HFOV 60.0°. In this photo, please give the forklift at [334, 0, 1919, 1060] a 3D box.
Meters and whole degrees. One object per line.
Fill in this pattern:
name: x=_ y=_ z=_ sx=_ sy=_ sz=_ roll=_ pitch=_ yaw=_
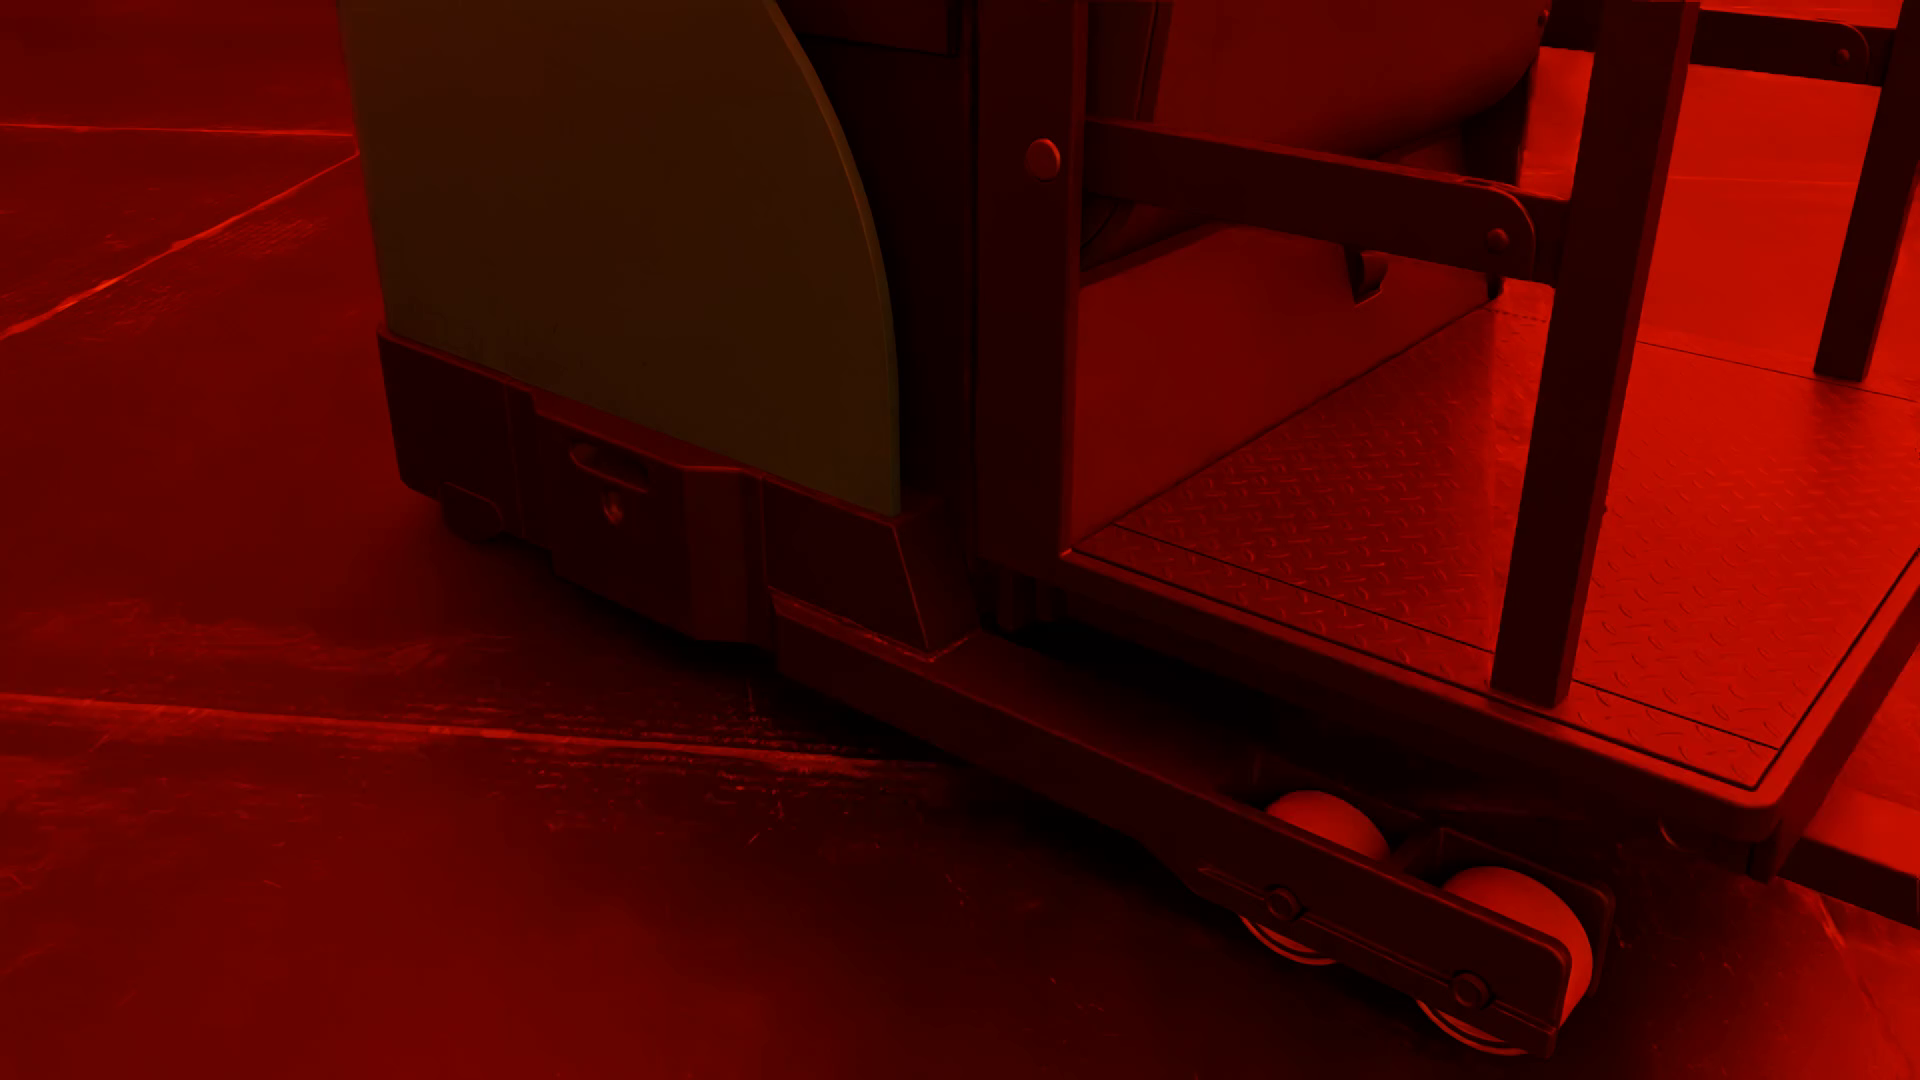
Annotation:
forklift: x=0.599 y=-1.104 z=1.429 sx=3.031 sy=2.935 sz=1.130 roll=20 pitch=33 yaw=35
